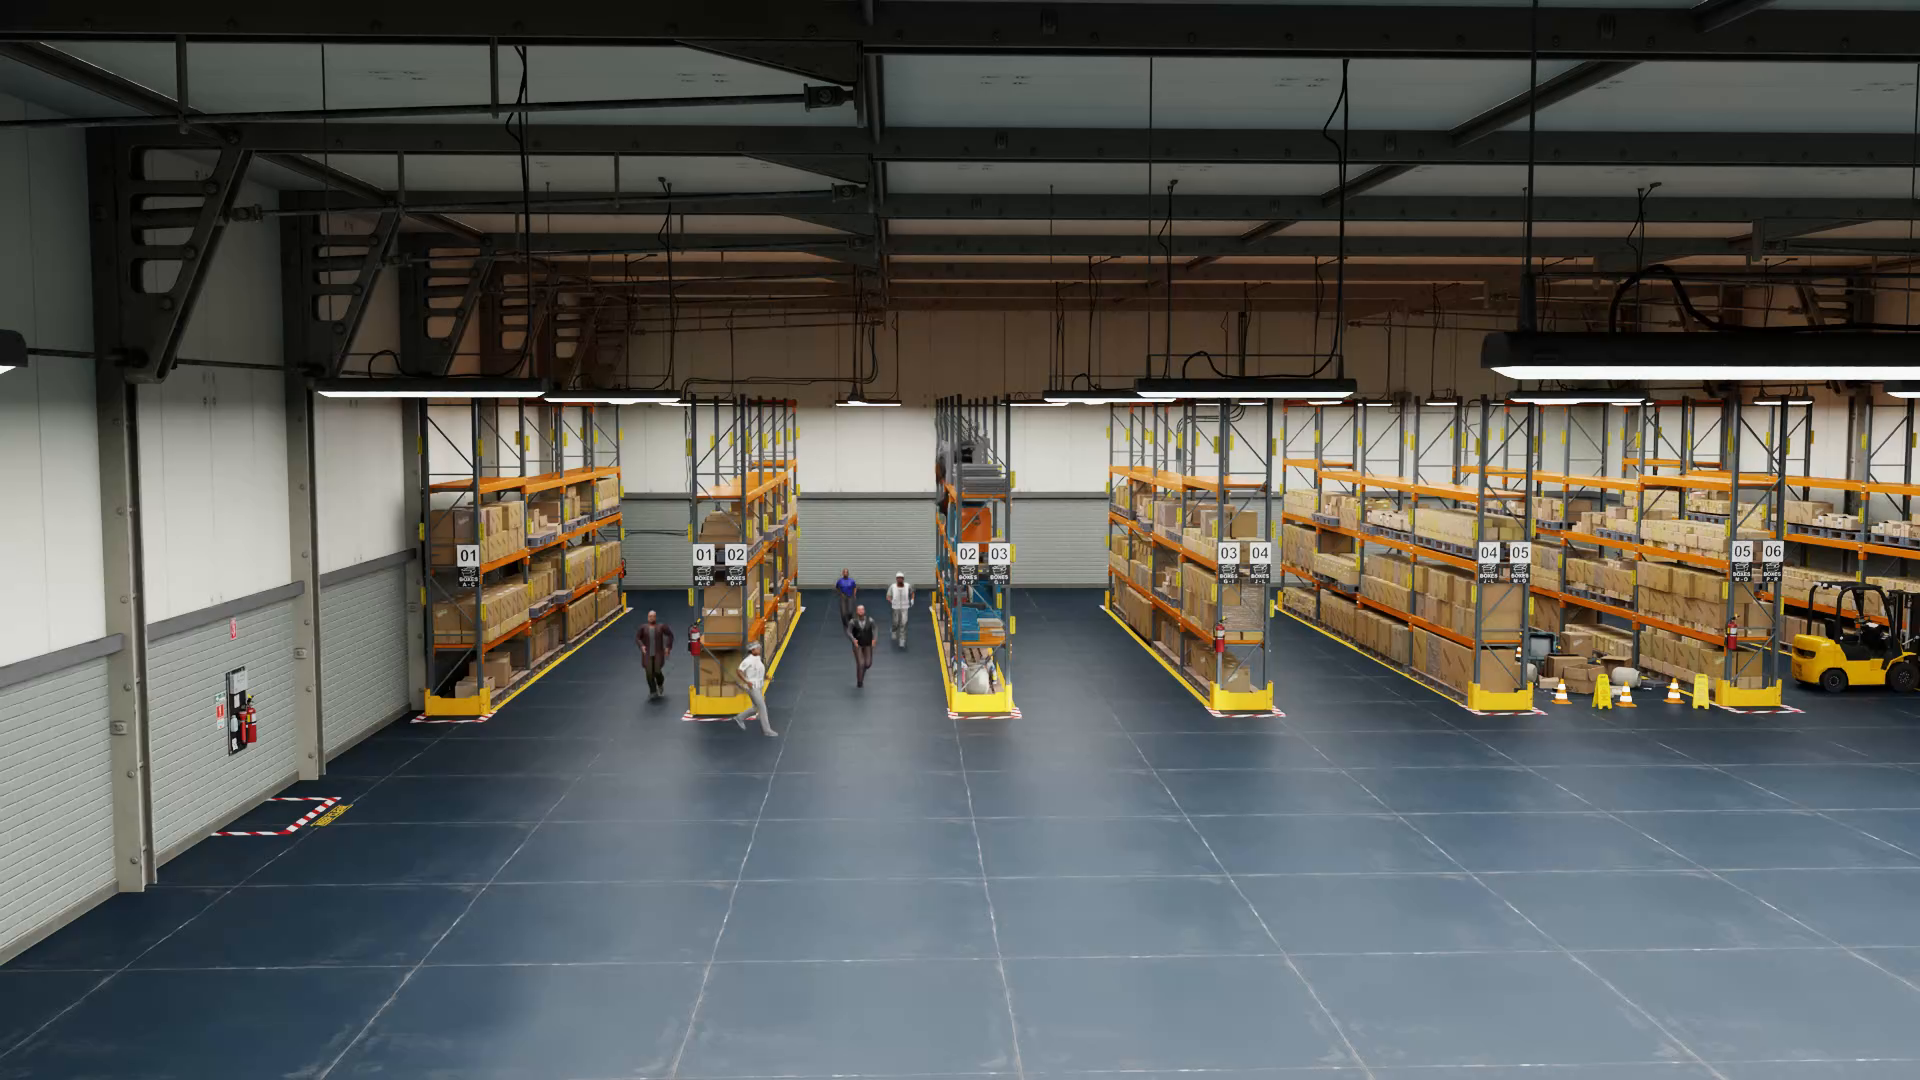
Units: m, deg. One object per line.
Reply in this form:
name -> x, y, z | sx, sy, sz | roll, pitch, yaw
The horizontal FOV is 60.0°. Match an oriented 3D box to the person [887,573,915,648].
person -> -1.445, 1.672, 40.322 | 0.674, 1.782, 0.930 | 0, 5, -5

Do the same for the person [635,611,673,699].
person -> -6.061, 2.268, 32.914 | 0.739, 1.737, 0.644 | 0, 5, -3

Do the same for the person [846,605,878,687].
person -> -2.019, 2.185, 34.379 | 0.674, 1.688, 0.654 | -1, 5, -10

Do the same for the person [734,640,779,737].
person -> -3.597, 2.587, 29.117 | 0.899, 1.671, 0.607 | 1, 5, 18

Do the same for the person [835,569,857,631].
person -> -2.926, 1.553, 42.893 | 0.569, 1.607, 0.554 | 0, 5, -5
